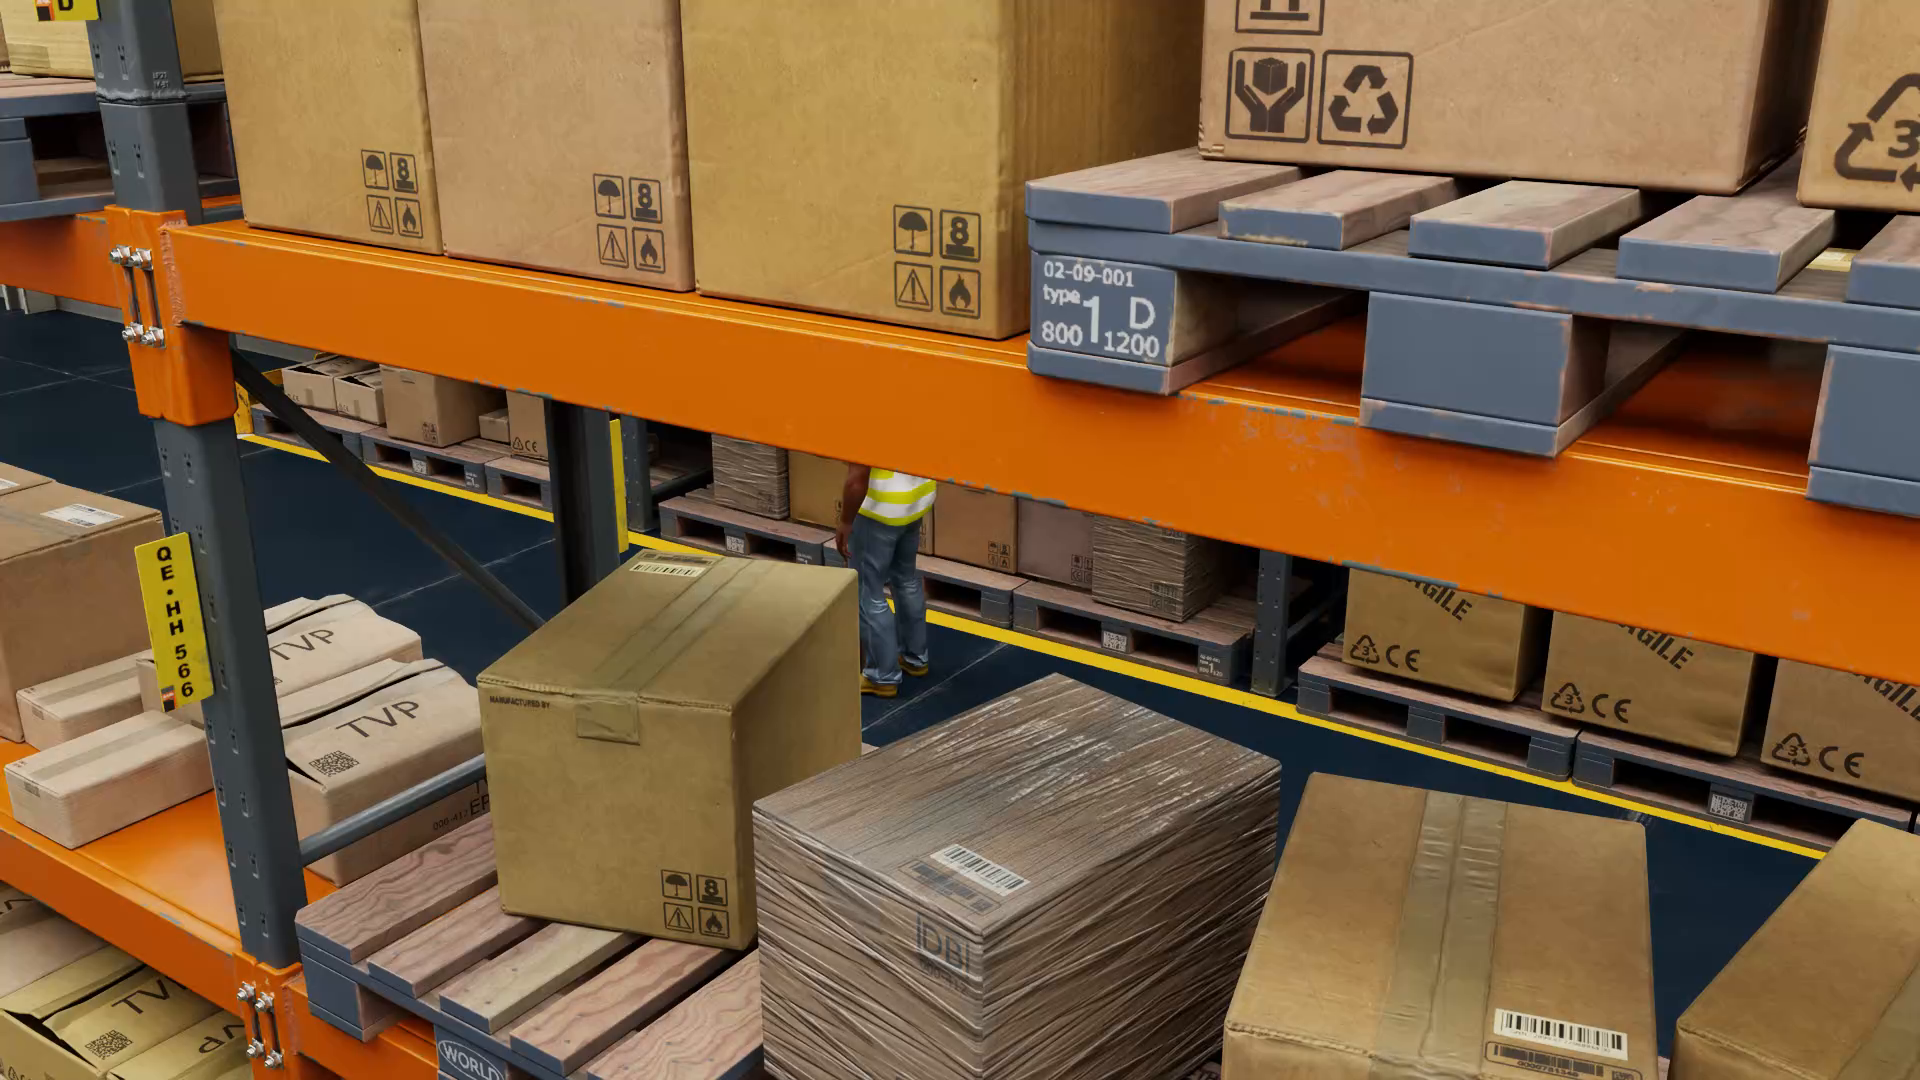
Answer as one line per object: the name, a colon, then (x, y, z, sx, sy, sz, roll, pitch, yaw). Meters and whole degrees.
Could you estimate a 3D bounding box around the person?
person: (-0.359, -0.157, 7.484, 0.457, 1.760, 0.635, 11, 23, 29)
